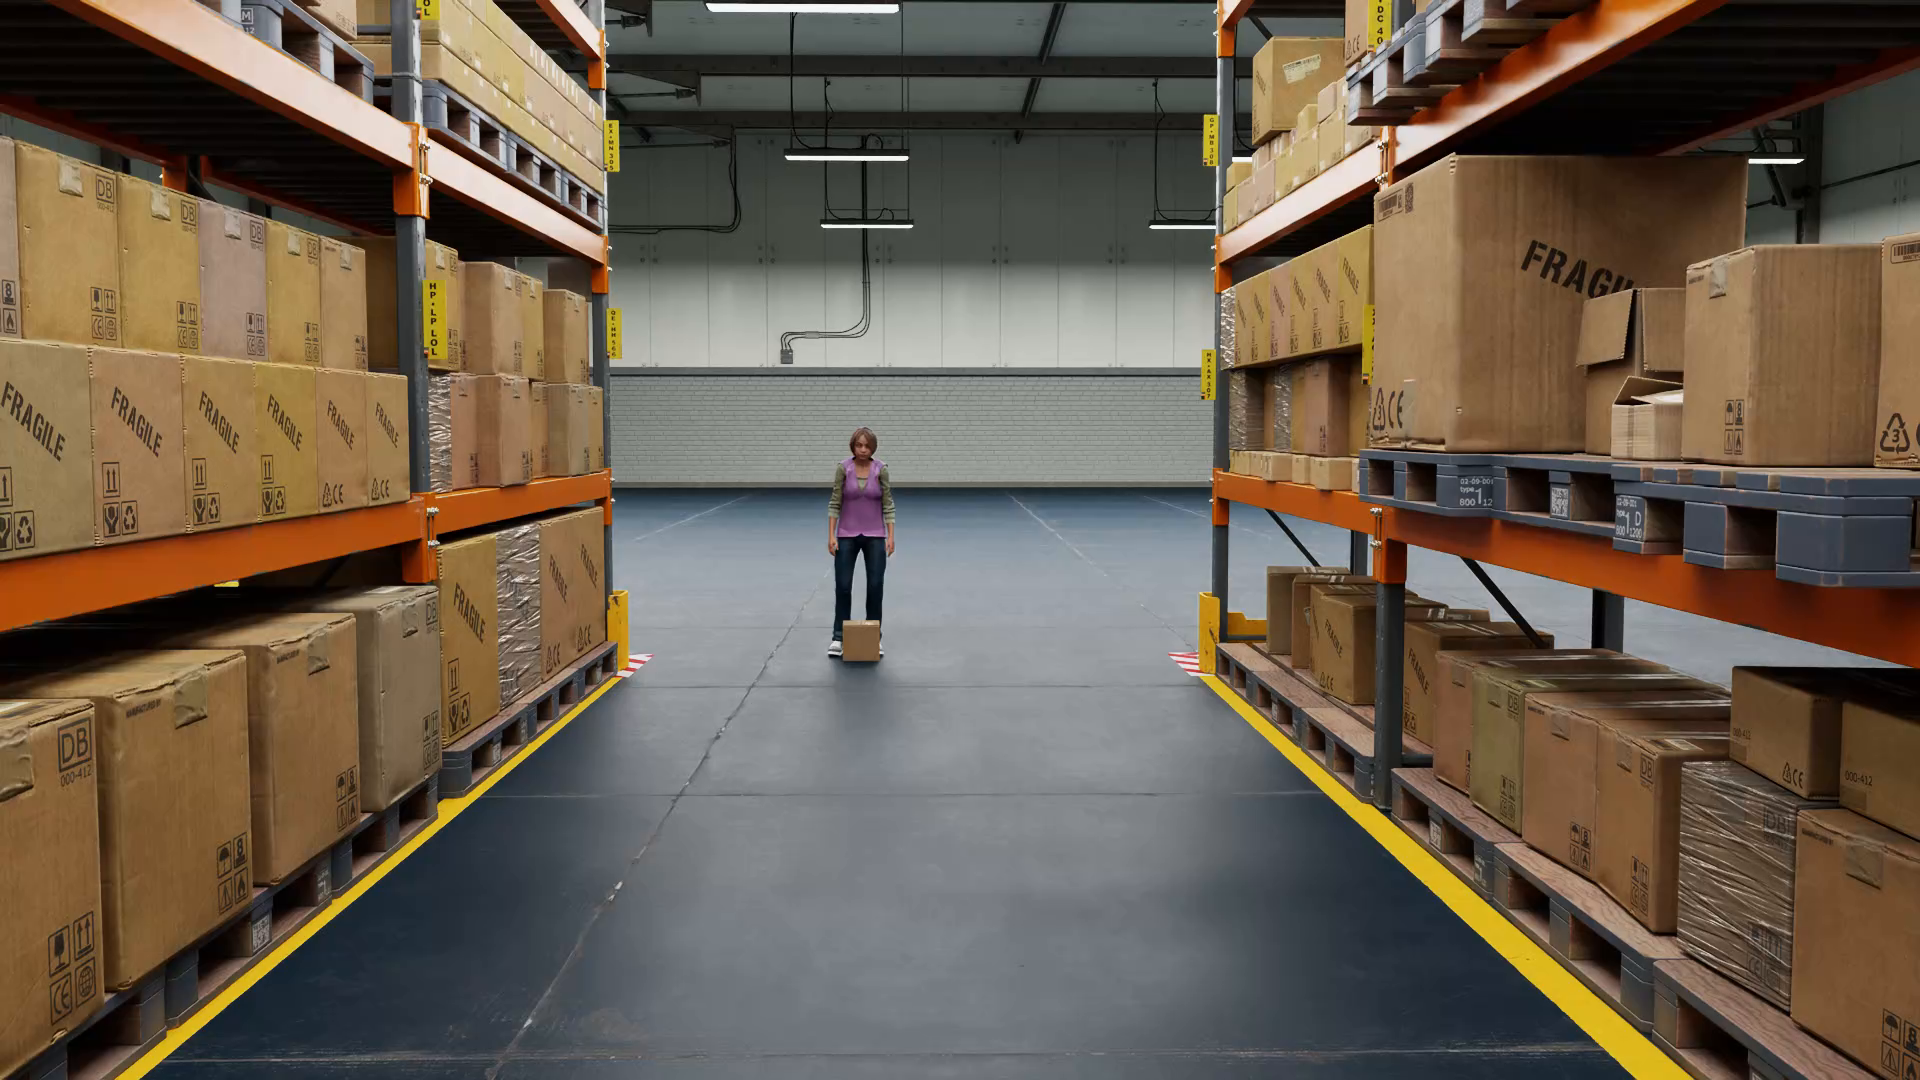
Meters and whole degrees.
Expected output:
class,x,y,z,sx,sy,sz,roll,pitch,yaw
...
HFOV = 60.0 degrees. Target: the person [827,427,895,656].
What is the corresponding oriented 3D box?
class,x,y,z,sx,sy,sz,roll,pitch,yaw
person,-0.691,0.007,11.625,0.477,1.593,0.346,0,4,-3
